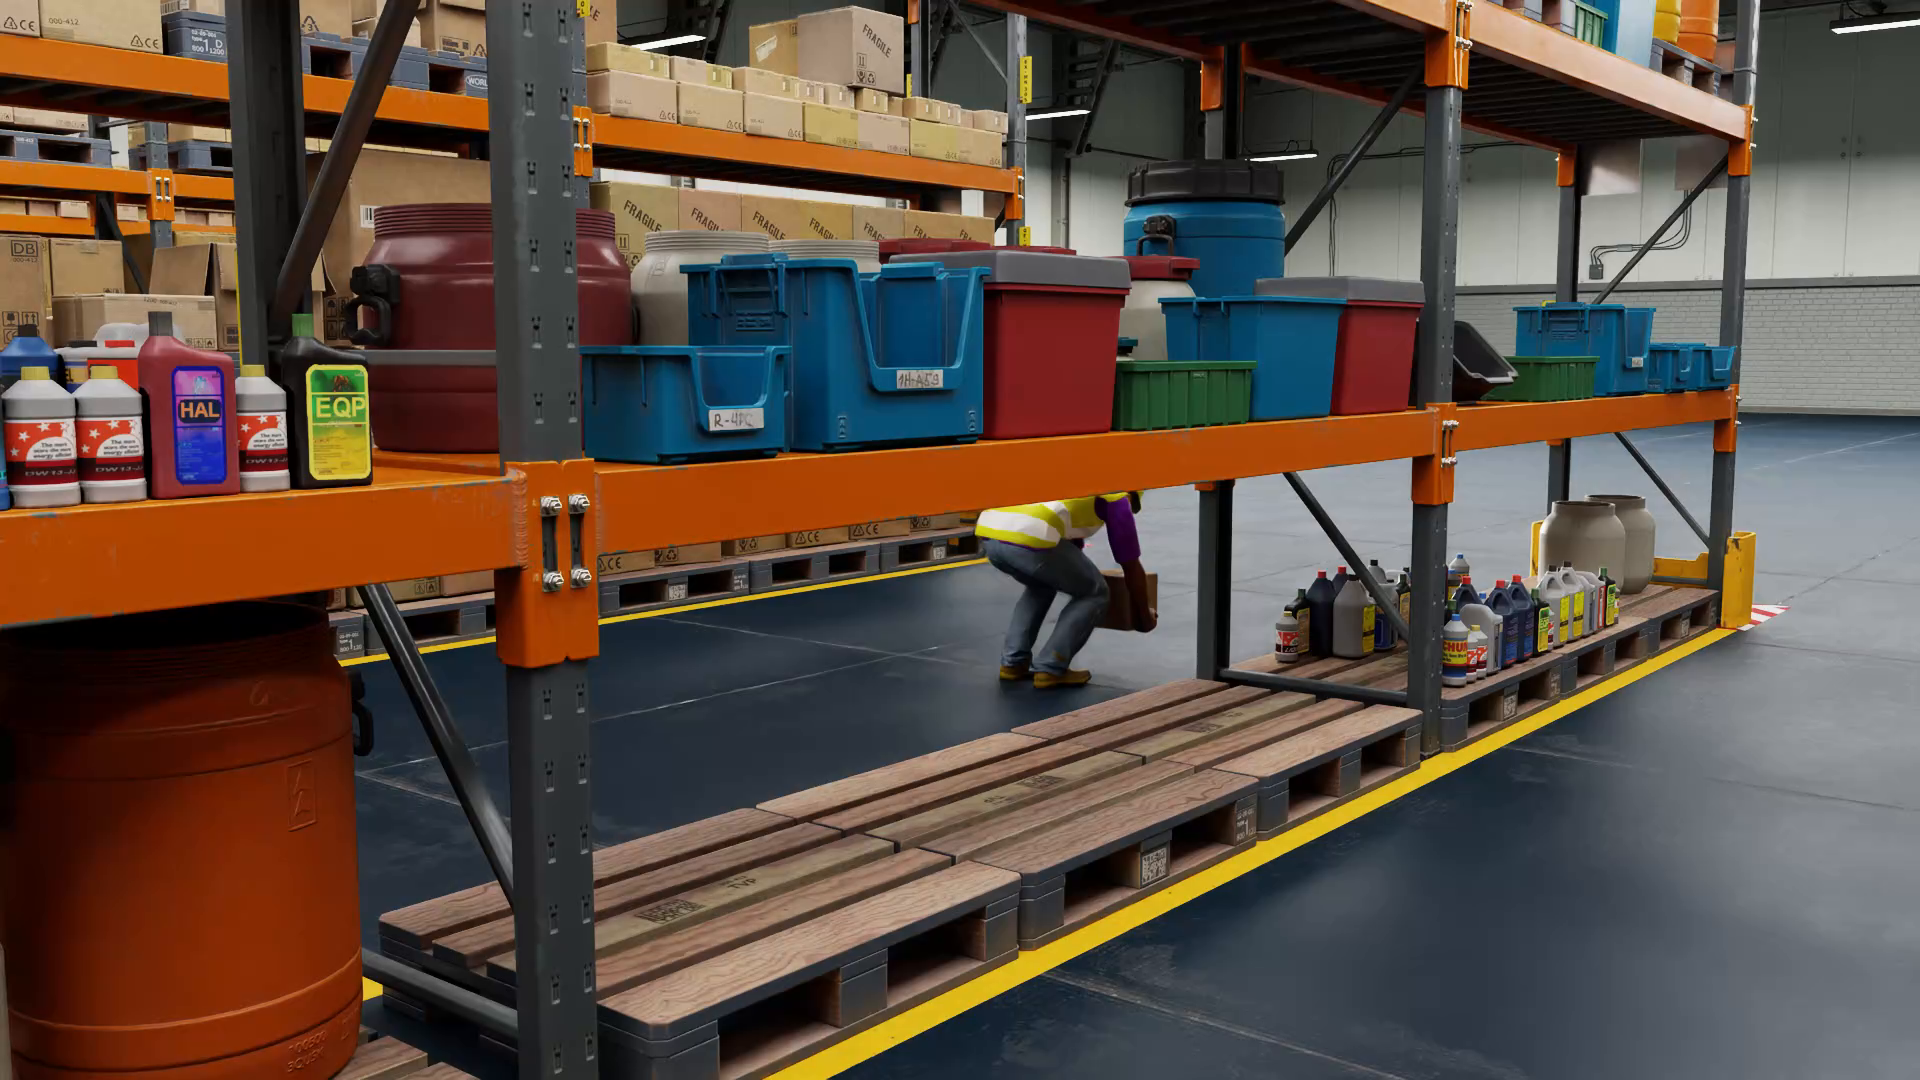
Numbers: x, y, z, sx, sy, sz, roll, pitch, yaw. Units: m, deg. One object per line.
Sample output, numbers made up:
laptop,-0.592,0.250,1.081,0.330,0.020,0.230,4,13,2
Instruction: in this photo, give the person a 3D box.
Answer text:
person,0.504,0.135,7.728,0.960,1.014,0.523,-5,9,-39
